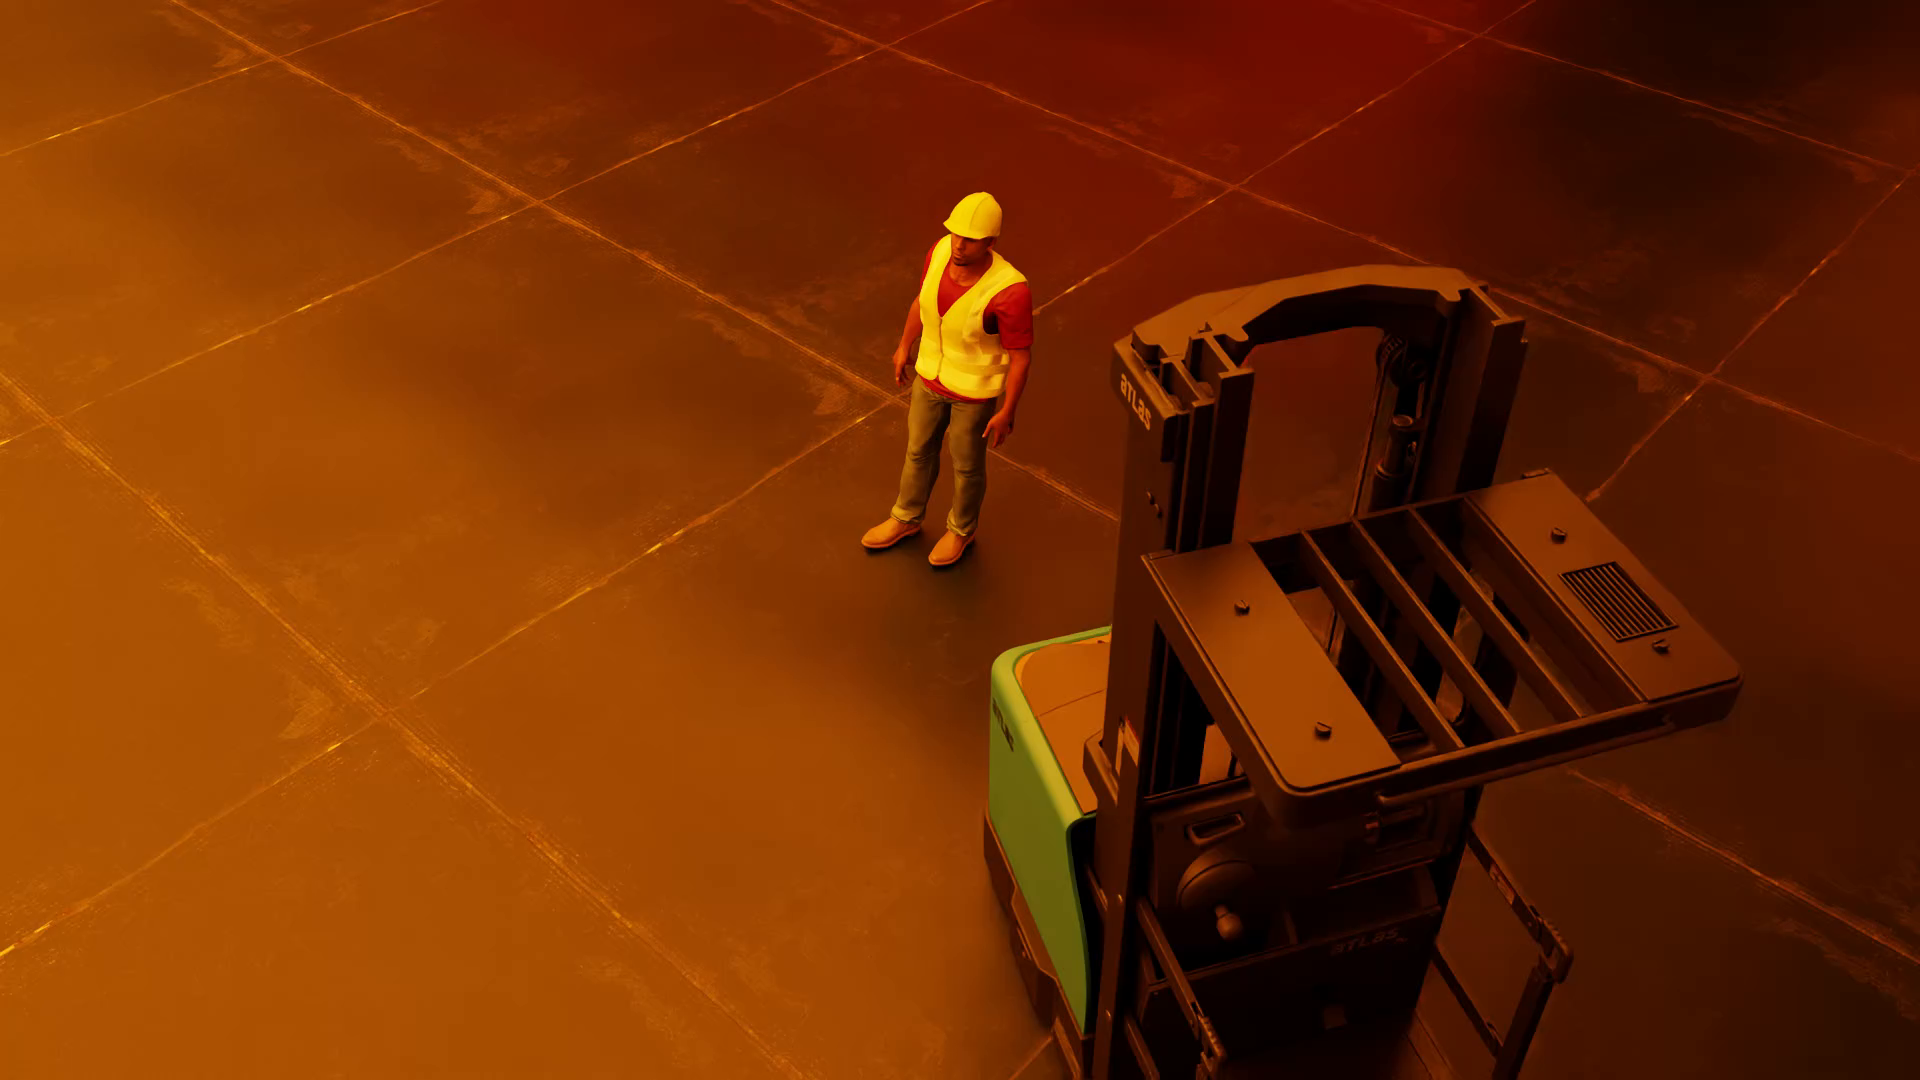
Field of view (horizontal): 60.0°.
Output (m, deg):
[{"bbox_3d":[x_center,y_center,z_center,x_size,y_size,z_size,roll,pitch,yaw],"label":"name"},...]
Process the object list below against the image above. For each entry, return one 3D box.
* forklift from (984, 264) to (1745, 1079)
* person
[{"bbox_3d":[1.022,0.897,4.383,1.130,2.935,3.031,-12,42,-13],"label":"forklift"},{"bbox_3d":[-0.051,-0.643,7.066,0.666,1.759,0.577,31,49,31],"label":"person"}]
